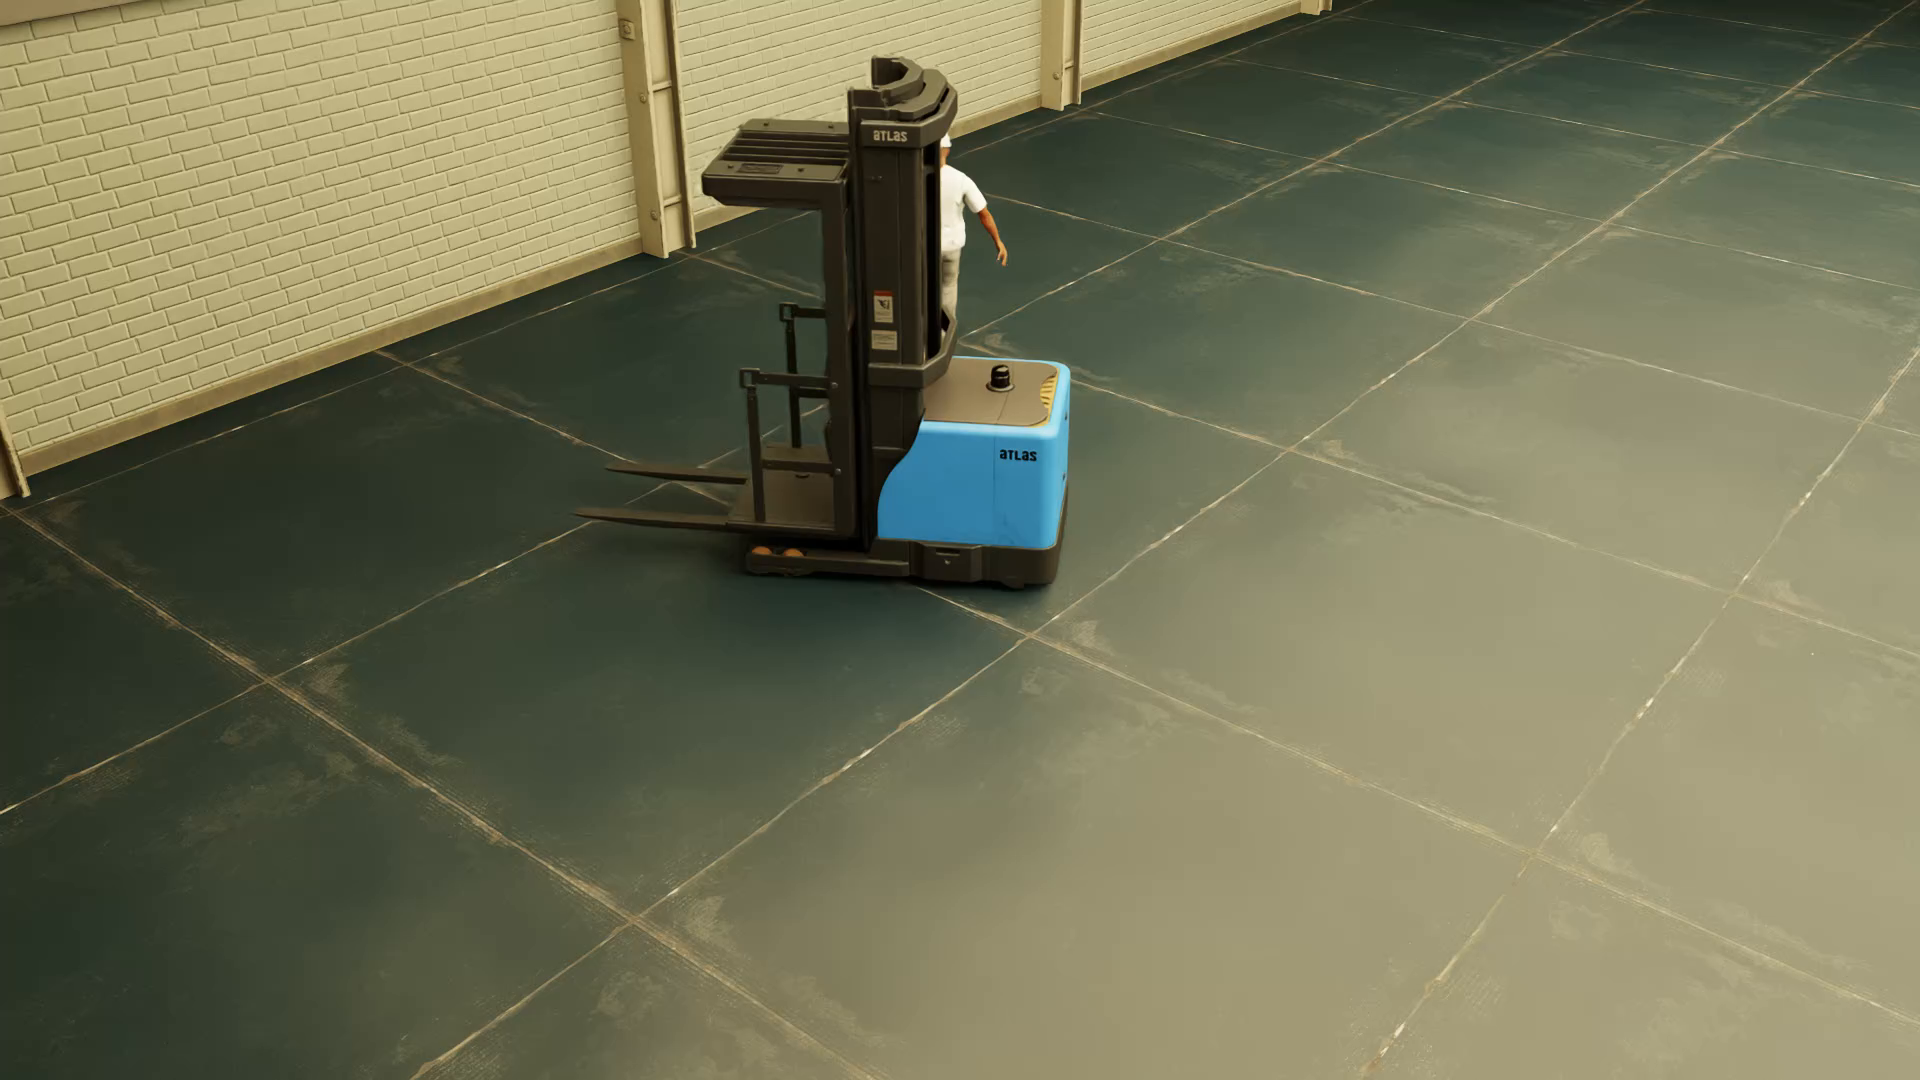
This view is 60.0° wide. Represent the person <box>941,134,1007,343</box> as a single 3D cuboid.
[{"bbox_3d":[-0.158,-2.273,12.668,0.982,1.745,0.739,-4,31,-7],"label":"person"}]

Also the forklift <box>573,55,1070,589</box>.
[{"bbox_3d":[-0.867,-1.299,9.819,3.031,2.935,1.130,4,31,7],"label":"forklift"}]
